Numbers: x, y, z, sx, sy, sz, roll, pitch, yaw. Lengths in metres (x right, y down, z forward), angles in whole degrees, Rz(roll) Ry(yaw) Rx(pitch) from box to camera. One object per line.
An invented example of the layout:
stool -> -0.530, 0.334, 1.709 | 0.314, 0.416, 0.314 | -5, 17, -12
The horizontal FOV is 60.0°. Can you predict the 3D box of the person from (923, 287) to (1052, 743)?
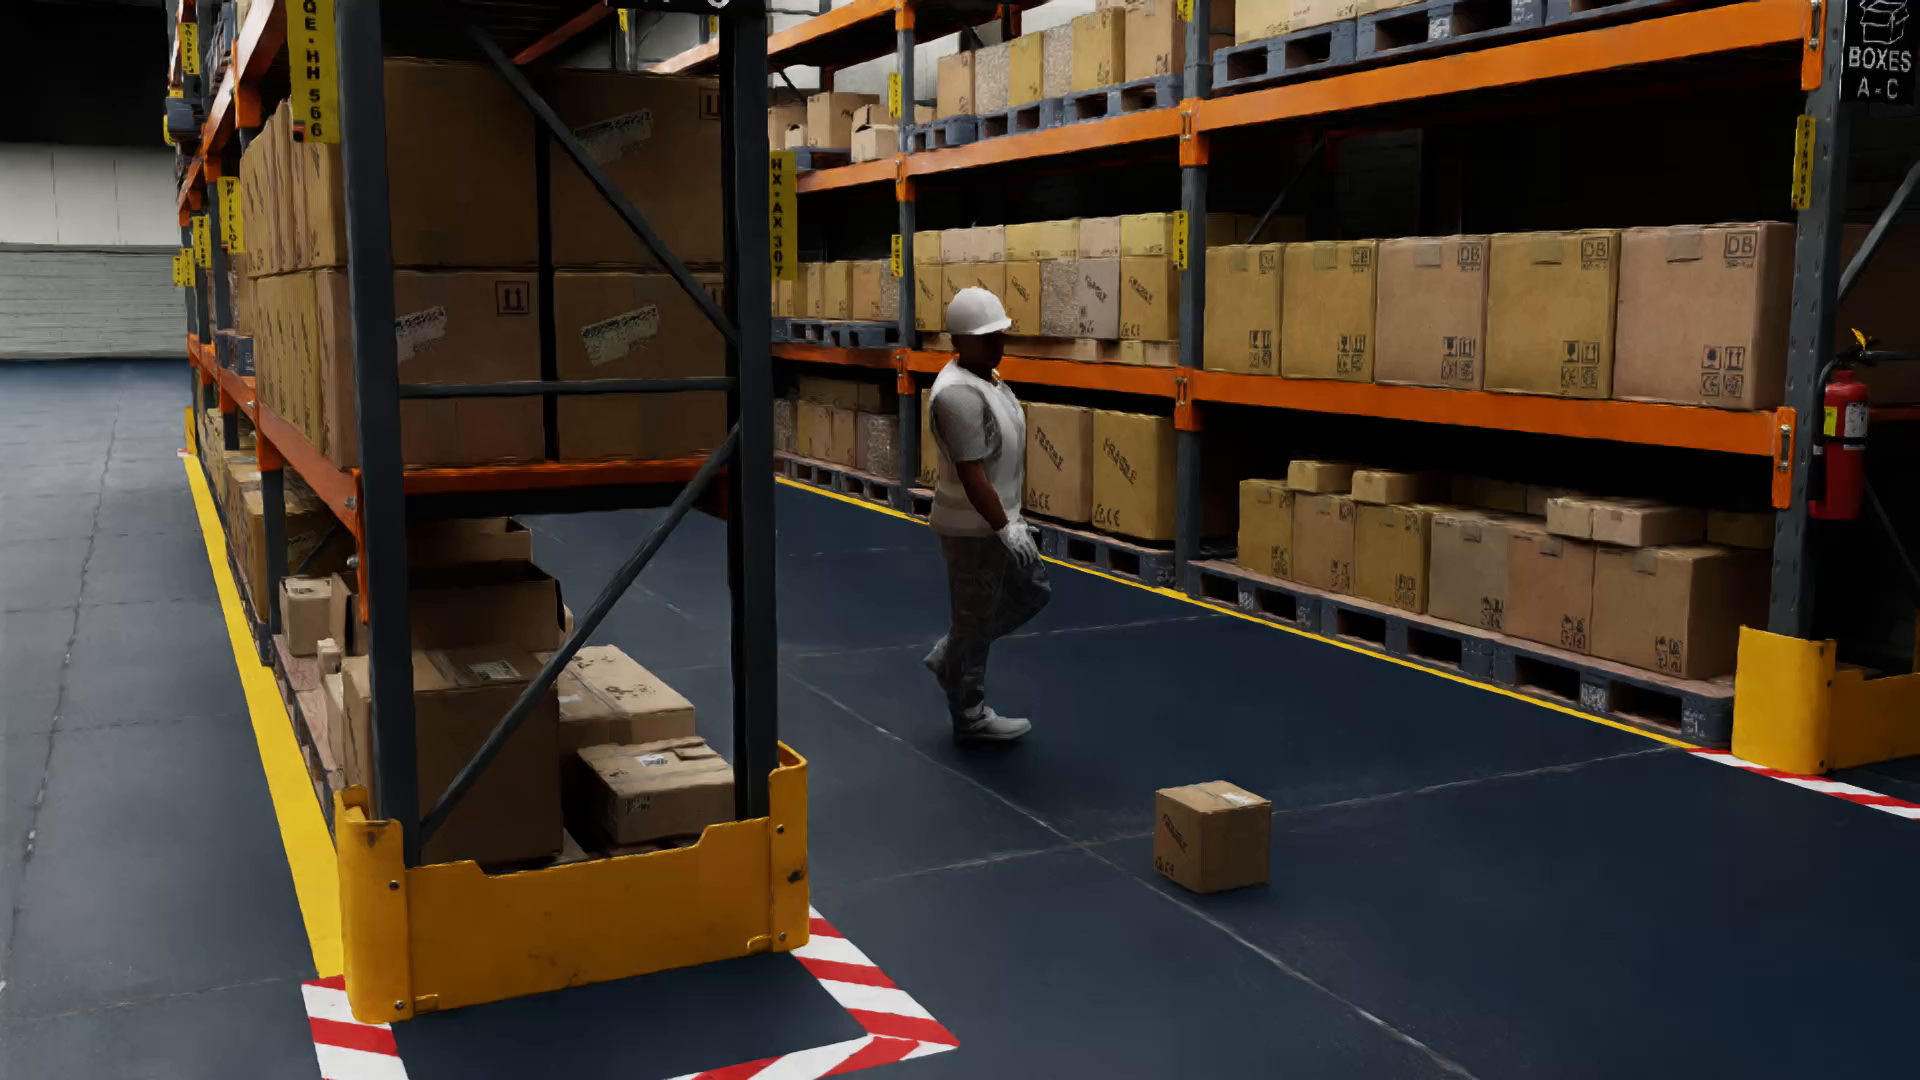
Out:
person -> 0.075, -0.063, 6.226 | 0.511, 1.748, 0.726 | 1, 8, 8
